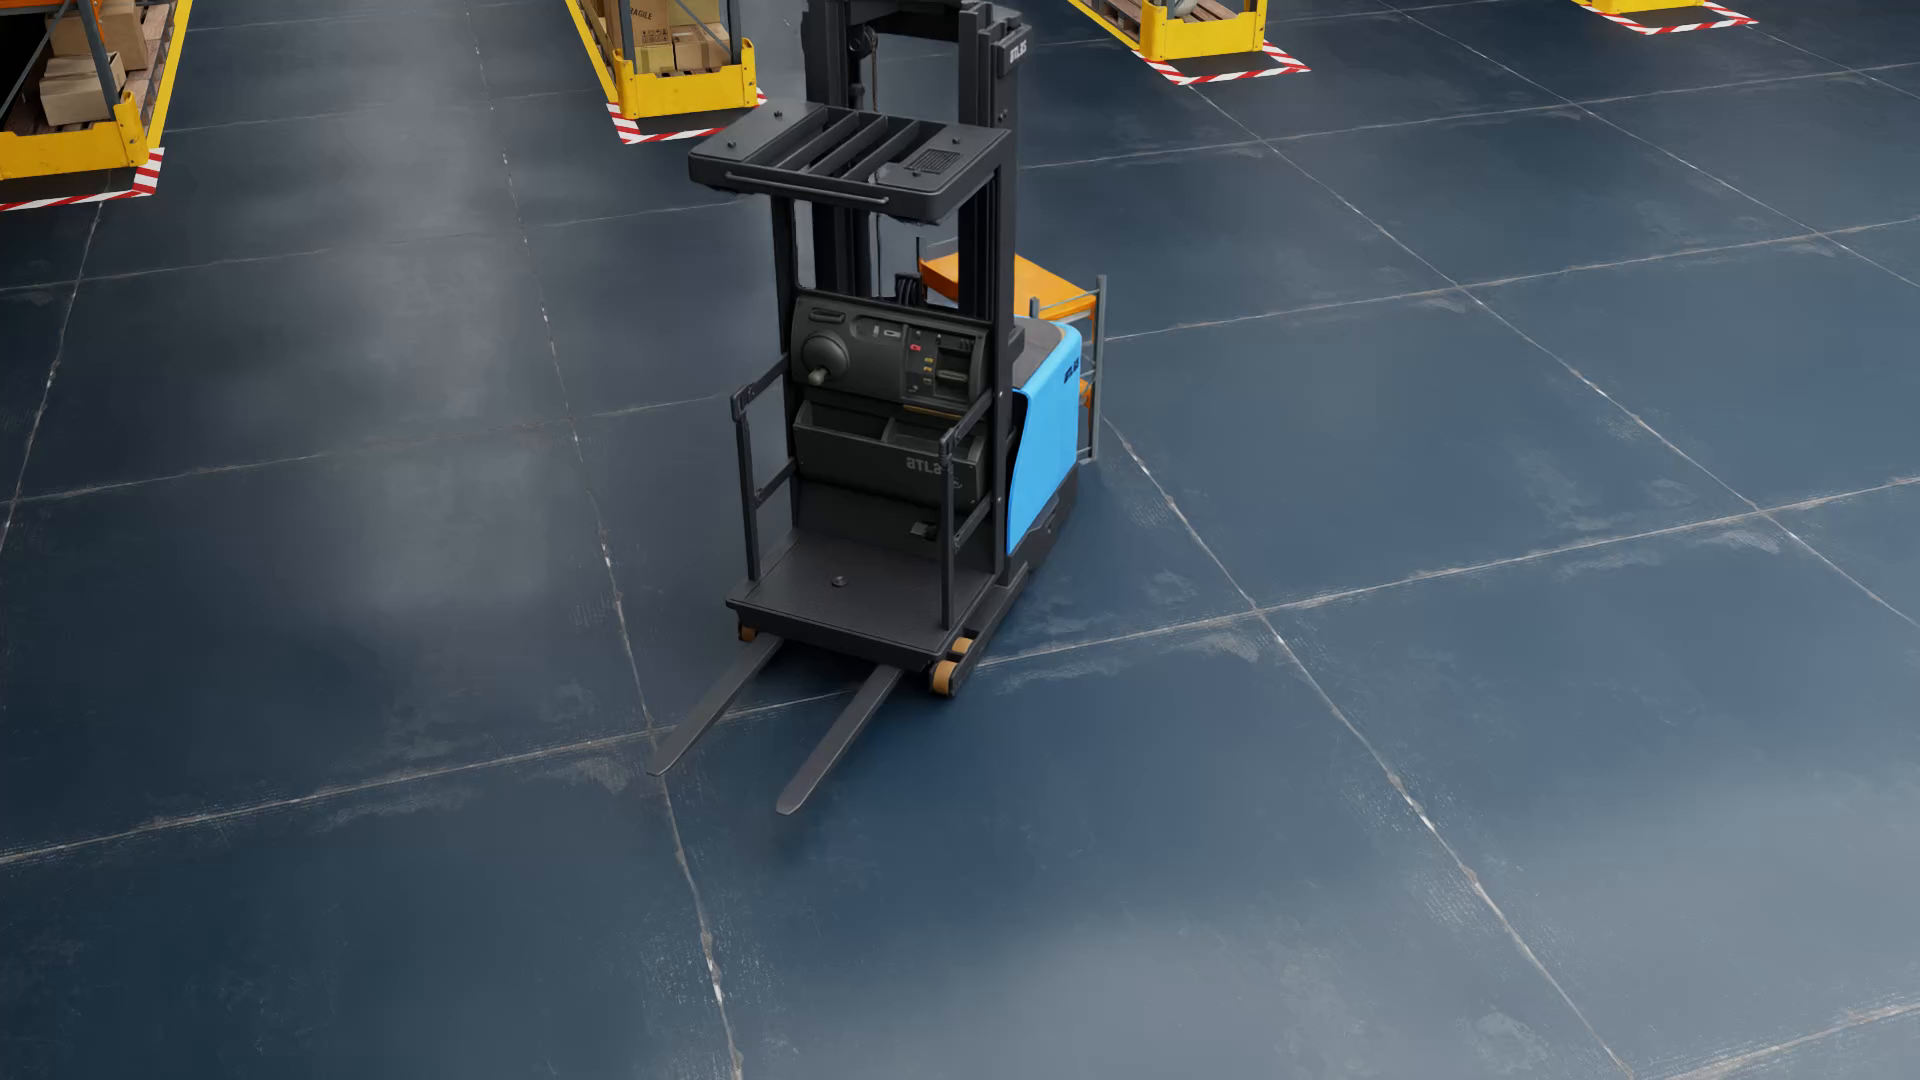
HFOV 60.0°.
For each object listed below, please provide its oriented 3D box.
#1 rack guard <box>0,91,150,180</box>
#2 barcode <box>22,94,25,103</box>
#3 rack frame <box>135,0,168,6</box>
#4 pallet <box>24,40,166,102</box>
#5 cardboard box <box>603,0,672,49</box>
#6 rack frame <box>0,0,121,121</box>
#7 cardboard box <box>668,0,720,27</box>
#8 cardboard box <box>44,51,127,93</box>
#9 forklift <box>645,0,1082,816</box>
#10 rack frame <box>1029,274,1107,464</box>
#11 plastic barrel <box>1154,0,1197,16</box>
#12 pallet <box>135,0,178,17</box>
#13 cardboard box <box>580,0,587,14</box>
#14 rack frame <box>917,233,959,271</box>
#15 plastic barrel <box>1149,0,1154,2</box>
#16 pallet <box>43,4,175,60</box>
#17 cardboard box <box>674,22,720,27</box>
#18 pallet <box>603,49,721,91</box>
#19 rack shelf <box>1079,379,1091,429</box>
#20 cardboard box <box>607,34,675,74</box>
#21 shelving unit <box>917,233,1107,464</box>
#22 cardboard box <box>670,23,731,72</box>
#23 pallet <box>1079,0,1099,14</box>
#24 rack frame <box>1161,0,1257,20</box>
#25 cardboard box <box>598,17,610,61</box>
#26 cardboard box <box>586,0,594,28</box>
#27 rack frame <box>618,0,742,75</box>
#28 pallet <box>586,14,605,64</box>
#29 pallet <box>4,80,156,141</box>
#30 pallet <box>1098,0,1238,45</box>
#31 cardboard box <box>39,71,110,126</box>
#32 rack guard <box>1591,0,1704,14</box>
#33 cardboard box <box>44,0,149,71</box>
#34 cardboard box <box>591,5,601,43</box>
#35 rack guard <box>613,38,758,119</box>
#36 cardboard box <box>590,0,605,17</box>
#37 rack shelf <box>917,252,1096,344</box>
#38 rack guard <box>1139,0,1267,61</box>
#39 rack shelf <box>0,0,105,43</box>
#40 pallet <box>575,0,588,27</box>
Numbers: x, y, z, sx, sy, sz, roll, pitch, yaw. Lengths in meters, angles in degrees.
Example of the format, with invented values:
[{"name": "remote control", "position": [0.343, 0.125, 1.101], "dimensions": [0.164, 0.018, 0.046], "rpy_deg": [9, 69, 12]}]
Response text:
[{"name": "rack guard", "position": [-7.104, -3.194, 13.130], "dimensions": [1.175, 0.500, 0.348], "rpy_deg": [-10, 35, -15]}, {"name": "barcode", "position": [-7.593, -3.583, 13.483], "dimensions": [0.001, 0.075, 0.075], "rpy_deg": [-10, 35, -15]}, {"name": "rack frame", "position": [-8.301, -6.297, 15.558], "dimensions": [1.000, 3.000, 0.127], "rpy_deg": [-10, 35, -15]}, {"name": "pallet", "position": [-7.687, -4.145, 14.831], "dimensions": [1.003, 0.211, 1.213], "rpy_deg": [-10, 35, -15]}, {"name": "cardboard box", "position": [-2.811, -4.604, 14.430], "dimensions": [0.500, 0.500, 0.500], "rpy_deg": [-10, 35, -15]}, {"name": "rack frame", "position": [-7.081, -4.197, 12.380], "dimensions": [1.000, 3.000, 0.127], "rpy_deg": [-10, 35, -15]}, {"name": "cardboard box", "position": [-2.471, -4.954, 14.959], "dimensions": [0.500, 0.500, 0.500], "rpy_deg": [-10, 35, -15]}, {"name": "cardboard box", "position": [-7.380, -3.936, 14.026], "dimensions": [0.500, 0.311, 0.500], "rpy_deg": [-7, 34, -11]}, {"name": "forklift", "position": [-0.408, -0.771, 7.259], "dimensions": [1.130, 2.935, 3.031], "rpy_deg": [13, 36, 19]}, {"name": "rack frame", "position": [0.569, -0.857, 9.027], "dimensions": [0.500, 1.125, 0.032], "rpy_deg": [-22, 39, -30]}, {"name": "plastic barrel", "position": [2.080, -5.333, 15.975], "dimensions": [0.421, 0.512, 0.421], "rpy_deg": [0, 33, 0]}, {"name": "pallet", "position": [-8.540, -5.542, 16.945], "dimensions": [1.003, 0.211, 1.213], "rpy_deg": [-10, 35, -15]}, {"name": "cardboard box", "position": [-3.437, -5.339, 16.221], "dimensions": [0.500, 0.250, 0.500], "rpy_deg": [-10, 35, -15]}, {"name": "rack frame", "position": [-0.033, -1.309, 9.711], "dimensions": [0.500, 1.125, 0.032], "rpy_deg": [-22, 39, -30]}, {"name": "plastic barrel", "position": [1.928, -5.596, 16.373], "dimensions": [0.421, 0.512, 0.421], "rpy_deg": [0, 33, 0]}, {"name": "pallet", "position": [-8.063, -4.787, 15.802], "dimensions": [1.003, 0.211, 1.213], "rpy_deg": [-10, 35, -15]}, {"name": "cardboard box", "position": [-2.472, -4.641, 15.165], "dimensions": [0.500, 0.250, 0.500], "rpy_deg": [-10, 35, -15]}, {"name": "pallet", "position": [-2.638, -4.263, 15.009], "dimensions": [1.003, 0.211, 1.213], "rpy_deg": [-10, 35, -15]}, {"name": "rack shelf", "position": [0.268, -0.879, 9.504], "dimensions": [0.538, 0.278, 1.000], "rpy_deg": [-22, 39, -30]}, {"name": "cardboard box", "position": [-2.809, -4.292, 14.637], "dimensions": [0.500, 0.250, 0.500], "rpy_deg": [-10, 35, -15]}, {"name": "shelving unit", "position": [0.268, -1.083, 9.369], "dimensions": [0.538, 1.125, 1.048], "rpy_deg": [-22, 39, -30]}, {"name": "cardboard box", "position": [-2.316, -4.379, 14.769], "dimensions": [0.500, 0.250, 0.500], "rpy_deg": [-10, 35, -15]}, {"name": "pallet", "position": [1.675, -5.798, 17.333], "dimensions": [1.003, 0.211, 1.213], "rpy_deg": [-10, 35, -15]}, {"name": "rack frame", "position": [2.354, -5.863, 14.901], "dimensions": [1.000, 3.000, 0.127], "rpy_deg": [-10, 35, -15]}, {"name": "cardboard box", "position": [-2.973, -4.552, 15.031], "dimensions": [0.500, 0.250, 0.500], "rpy_deg": [-10, 35, -15]}, {"name": "cardboard box", "position": [-3.278, -5.077, 15.826], "dimensions": [0.500, 0.250, 0.500], "rpy_deg": [-10, 35, -15]}, {"name": "rack frame", "position": [-2.364, -5.032, 13.644], "dimensions": [1.000, 3.000, 0.127], "rpy_deg": [-10, 35, -15]}, {"name": "pallet", "position": [-3.006, -4.902, 15.977], "dimensions": [1.003, 0.211, 1.213], "rpy_deg": [-10, 35, -15]}, {"name": "pallet", "position": [-7.318, -3.506, 13.864], "dimensions": [1.003, 0.211, 1.213], "rpy_deg": [-10, 35, -15]}, {"name": "pallet", "position": [2.043, -5.159, 16.365], "dimensions": [1.003, 0.211, 1.213], "rpy_deg": [-10, 35, -15]}, {"name": "cardboard box", "position": [-7.206, -3.637, 13.573], "dimensions": [0.500, 0.311, 0.500], "rpy_deg": [-14, 36, -20]}, {"name": "rack guard", "position": [7.048, -5.693, 16.911], "dimensions": [1.175, 0.500, 0.348], "rpy_deg": [-10, 35, -15]}, {"name": "cardboard box", "position": [-7.556, -4.409, 14.569], "dimensions": [0.700, 0.500, 0.500], "rpy_deg": [-12, 35, -18]}, {"name": "cardboard box", "position": [-3.128, -4.814, 15.428], "dimensions": [0.500, 0.250, 0.500], "rpy_deg": [-10, 35, -15]}, {"name": "rack guard", "position": [-2.357, -3.976, 14.314], "dimensions": [1.175, 0.500, 0.348], "rpy_deg": [-10, 35, -15]}, {"name": "cardboard box", "position": [-3.130, -5.127, 15.221], "dimensions": [0.500, 0.500, 0.500], "rpy_deg": [-10, 35, -15]}, {"name": "rack shelf", "position": [0.268, -1.328, 9.208], "dimensions": [0.538, 0.278, 1.000], "rpy_deg": [-22, 39, -30]}, {"name": "rack guard", "position": [2.286, -4.852, 15.639], "dimensions": [1.175, 0.500, 0.348], "rpy_deg": [-10, 35, -15]}, {"name": "rack shelf", "position": [-7.691, -4.947, 14.168], "dimensions": [1.077, 0.370, 4.000], "rpy_deg": [-10, 35, -15]}, {"name": "pallet", "position": [-3.382, -5.544, 16.948], "dimensions": [1.003, 0.211, 1.213], "rpy_deg": [-10, 35, -15]}]
